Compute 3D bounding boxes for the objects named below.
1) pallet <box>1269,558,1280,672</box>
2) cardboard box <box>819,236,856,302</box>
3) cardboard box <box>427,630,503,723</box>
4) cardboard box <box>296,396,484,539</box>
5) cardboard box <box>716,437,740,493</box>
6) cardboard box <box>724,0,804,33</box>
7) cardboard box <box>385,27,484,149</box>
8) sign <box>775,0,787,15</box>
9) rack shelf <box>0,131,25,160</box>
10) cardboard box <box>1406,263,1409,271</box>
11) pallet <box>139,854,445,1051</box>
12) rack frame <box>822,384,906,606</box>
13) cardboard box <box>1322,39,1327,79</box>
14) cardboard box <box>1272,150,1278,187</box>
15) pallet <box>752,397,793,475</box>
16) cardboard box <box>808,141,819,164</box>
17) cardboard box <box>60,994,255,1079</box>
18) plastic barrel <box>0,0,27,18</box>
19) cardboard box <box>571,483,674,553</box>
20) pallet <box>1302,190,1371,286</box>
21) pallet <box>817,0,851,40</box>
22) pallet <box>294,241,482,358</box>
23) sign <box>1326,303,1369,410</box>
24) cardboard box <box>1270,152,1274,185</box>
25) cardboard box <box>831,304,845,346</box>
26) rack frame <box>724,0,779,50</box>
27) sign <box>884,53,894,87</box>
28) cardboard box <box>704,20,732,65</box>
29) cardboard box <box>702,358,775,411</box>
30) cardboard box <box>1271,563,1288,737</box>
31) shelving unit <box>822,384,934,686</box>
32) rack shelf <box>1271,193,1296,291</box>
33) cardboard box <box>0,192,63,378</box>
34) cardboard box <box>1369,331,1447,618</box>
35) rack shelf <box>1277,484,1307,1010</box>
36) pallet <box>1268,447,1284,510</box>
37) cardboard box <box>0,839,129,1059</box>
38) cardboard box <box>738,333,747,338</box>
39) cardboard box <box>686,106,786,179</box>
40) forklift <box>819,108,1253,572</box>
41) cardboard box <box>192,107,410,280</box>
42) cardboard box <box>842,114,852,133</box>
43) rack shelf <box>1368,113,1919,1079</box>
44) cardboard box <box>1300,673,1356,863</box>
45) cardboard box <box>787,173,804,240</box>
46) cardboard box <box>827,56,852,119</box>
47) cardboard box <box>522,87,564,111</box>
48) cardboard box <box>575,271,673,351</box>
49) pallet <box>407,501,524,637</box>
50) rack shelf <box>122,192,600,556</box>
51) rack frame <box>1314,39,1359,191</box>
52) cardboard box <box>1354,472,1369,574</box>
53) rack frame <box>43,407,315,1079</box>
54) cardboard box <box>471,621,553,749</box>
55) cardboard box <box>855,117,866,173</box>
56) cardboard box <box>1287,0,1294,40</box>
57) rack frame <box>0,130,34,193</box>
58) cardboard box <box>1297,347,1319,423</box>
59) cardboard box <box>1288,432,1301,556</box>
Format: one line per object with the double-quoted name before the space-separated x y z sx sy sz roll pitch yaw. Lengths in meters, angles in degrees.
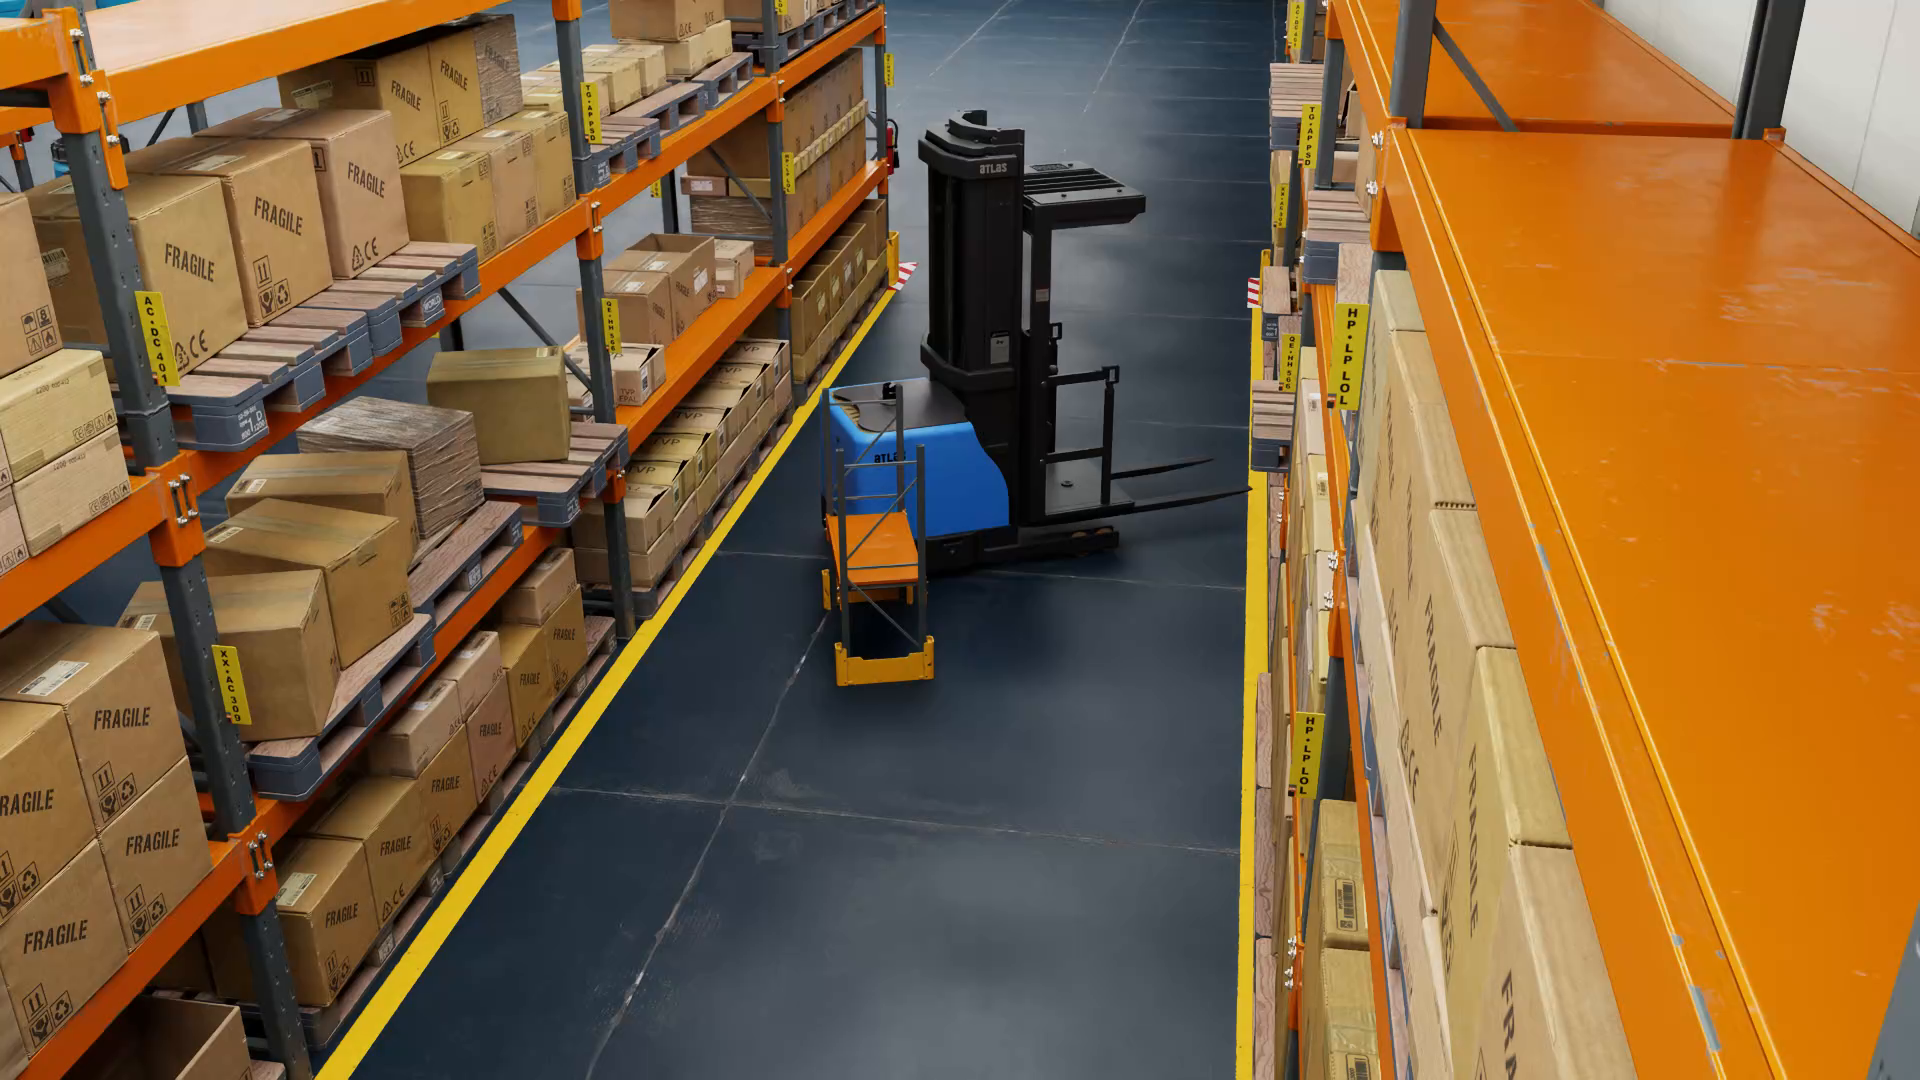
"pallet" 2.461 0.495 10.487 1.003 0.211 1.213 4 25 9
"cardboard box" -1.274 -2.540 15.545 0.500 0.500 0.500 4 25 9
"cardboard box" -2.645 0.670 8.369 0.500 0.250 0.500 4 25 8
"cardboard box" -2.885 -0.377 8.449 0.700 0.500 0.500 9 27 18
"cardboard box" -1.936 -0.569 12.219 0.500 0.250 0.500 5 25 10
"cardboard box" -1.560 -4.305 13.137 0.500 0.500 0.500 6 26 13
"cardboard box" -2.717 -2.244 8.214 0.500 0.500 0.500 4 25 9
"sign" -1.365 -4.157 12.618 0.100 0.325 0.005 4 25 9
"rack shelf" -11.348 -3.654 16.911 1.077 0.370 4.000 4 25 9
"cardboard box" 1.957 -0.969 6.150 0.700 0.500 0.500 4 25 8
"pallet" -3.114 1.811 7.677 1.003 0.211 1.213 4 25 9
"rack frame" -0.603 -0.268 10.597 0.500 1.500 0.032 -4 25 -8
"cardboard box" 2.817 -3.485 11.549 0.500 0.500 0.500 8 26 16
"cardboard box" 3.084 -3.467 14.931 0.500 0.500 0.500 3 25 7
"pallet" -1.984 -0.882 13.429 1.003 0.211 1.213 4 25 9
"cardboard box" -1.460 -3.433 14.706 0.380 0.149 0.250 3 25 7
"cardboard box" -3.023 2.081 6.239 0.500 0.500 0.500 4 25 9
"plastic barrel" -6.871 -3.611 11.841 0.600 0.901 0.708 4 25 9
"cardboard box" -2.180 -0.180 10.727 0.500 0.311 0.500 5 26 10
"pallet" 2.279 -1.441 8.019 1.213 0.211 1.003 5 26 11
"pallet" -1.586 -4.641 14.737 1.003 0.211 1.213 4 25 9
"pallet" -2.867 -1.085 7.257 1.213 0.211 1.003 4 25 9
"sign" 1.141 -0.537 4.883 0.100 0.325 0.005 4 25 9
"cardboard box" 3.246 -3.546 15.984 0.500 0.250 0.500 3 25 7
"cardboard box" -1.354 -1.991 15.257 0.500 0.250 0.500 4 25 9
"rack frame" -1.902 -5.172 12.230 1.000 3.000 0.127 4 25 9
"sign" -0.715 -4.717 16.687 0.100 0.325 0.005 4 25 9
"cardboard box" -2.012 -3.679 12.259 0.500 0.250 0.500 7 26 14
"cardboard box" -1.764 -1.247 13.006 0.500 0.311 0.500 5 25 10
"cardboard box" 2.082 0.641 8.927 0.750 0.750 0.750 4 25 8
"shelving unit" -0.525 -0.051 10.134 0.587 1.500 1.083 -4 25 -8
"rack shelf" 3.312 -2.624 14.711 1.077 0.370 4.000 4 25 9
"cardboard box" -3.251 -0.760 5.044 0.700 0.500 0.500 4 25 9
"cardboard box" 1.207 -0.139 3.695 0.500 0.500 0.500 3 25 7
"rack shelf" 2.005 0.722 7.563 1.077 0.370 4.000 4 25 9
"pallet" 2.860 -0.525 12.667 1.003 0.211 1.213 4 25 9
"cardboard box" -3.121 1.288 5.387 0.500 0.500 0.500 5 25 10
"cardboard box" -2.042 -1.609 14.442 0.500 0.250 0.500 4 25 9
"cardboard box" -1.836 -3.274 13.603 0.700 0.500 0.500 4 25 9
"forklift" 0.588 -1.416 11.361 3.031 2.935 1.130 -9 26 -18
"cardboard box" -2.839 -1.512 7.217 0.600 0.600 0.600 3 25 6
"cardboard box" -1.249 -3.973 15.860 0.380 0.149 0.250 4 25 9
"rack shelf" 1.351 -0.141 2.802 1.077 0.370 4.000 4 25 9
"cardboard box" 1.505 0.833 5.985 0.500 0.500 0.500 4 25 8
"cardboard box" -1.756 -2.908 14.350 0.700 0.500 0.500 4 25 8
"cardboard box" -1.426 -4.324 15.846 0.700 0.500 0.500 3 25 7
"cardboard box" -2.537 -2.457 9.648 0.500 0.250 0.500 2 25 5
"cardboard box" -2.298 -1.531 11.408 0.500 0.500 0.500 3 25 6
"pallet" -2.869 0.118 8.230 1.003 0.211 1.213 4 25 9
"rack shelf" -2.883 -0.979 7.657 1.077 0.370 4.000 4 25 9
"rack frame" 2.332 -3.158 7.926 1.000 3.000 0.127 4 25 9
"cardboard box" 1.305 -0.023 4.331 0.500 0.250 0.500 4 25 8
"rack frame" -3.209 0.891 6.353 1.000 3.000 0.127 4 25 9
"cardboard box" -2.562 0.774 9.031 0.500 0.500 0.500 3 25 7
"cardboard box" -1.337 -3.979 16.639 0.700 0.500 0.500 4 25 9
"cardboard box" 3.134 -4.637 14.483 0.500 0.500 0.500 5 26 11
"rack frame" -11.021 -4.816 18.545 1.000 3.000 0.127 4 25 9
"cardboard box" 1.999 -0.785 8.557 0.500 0.250 0.500 5 25 10
"cardboard box" 1.905 -0.226 8.246 0.500 0.500 0.500 5 26 10
